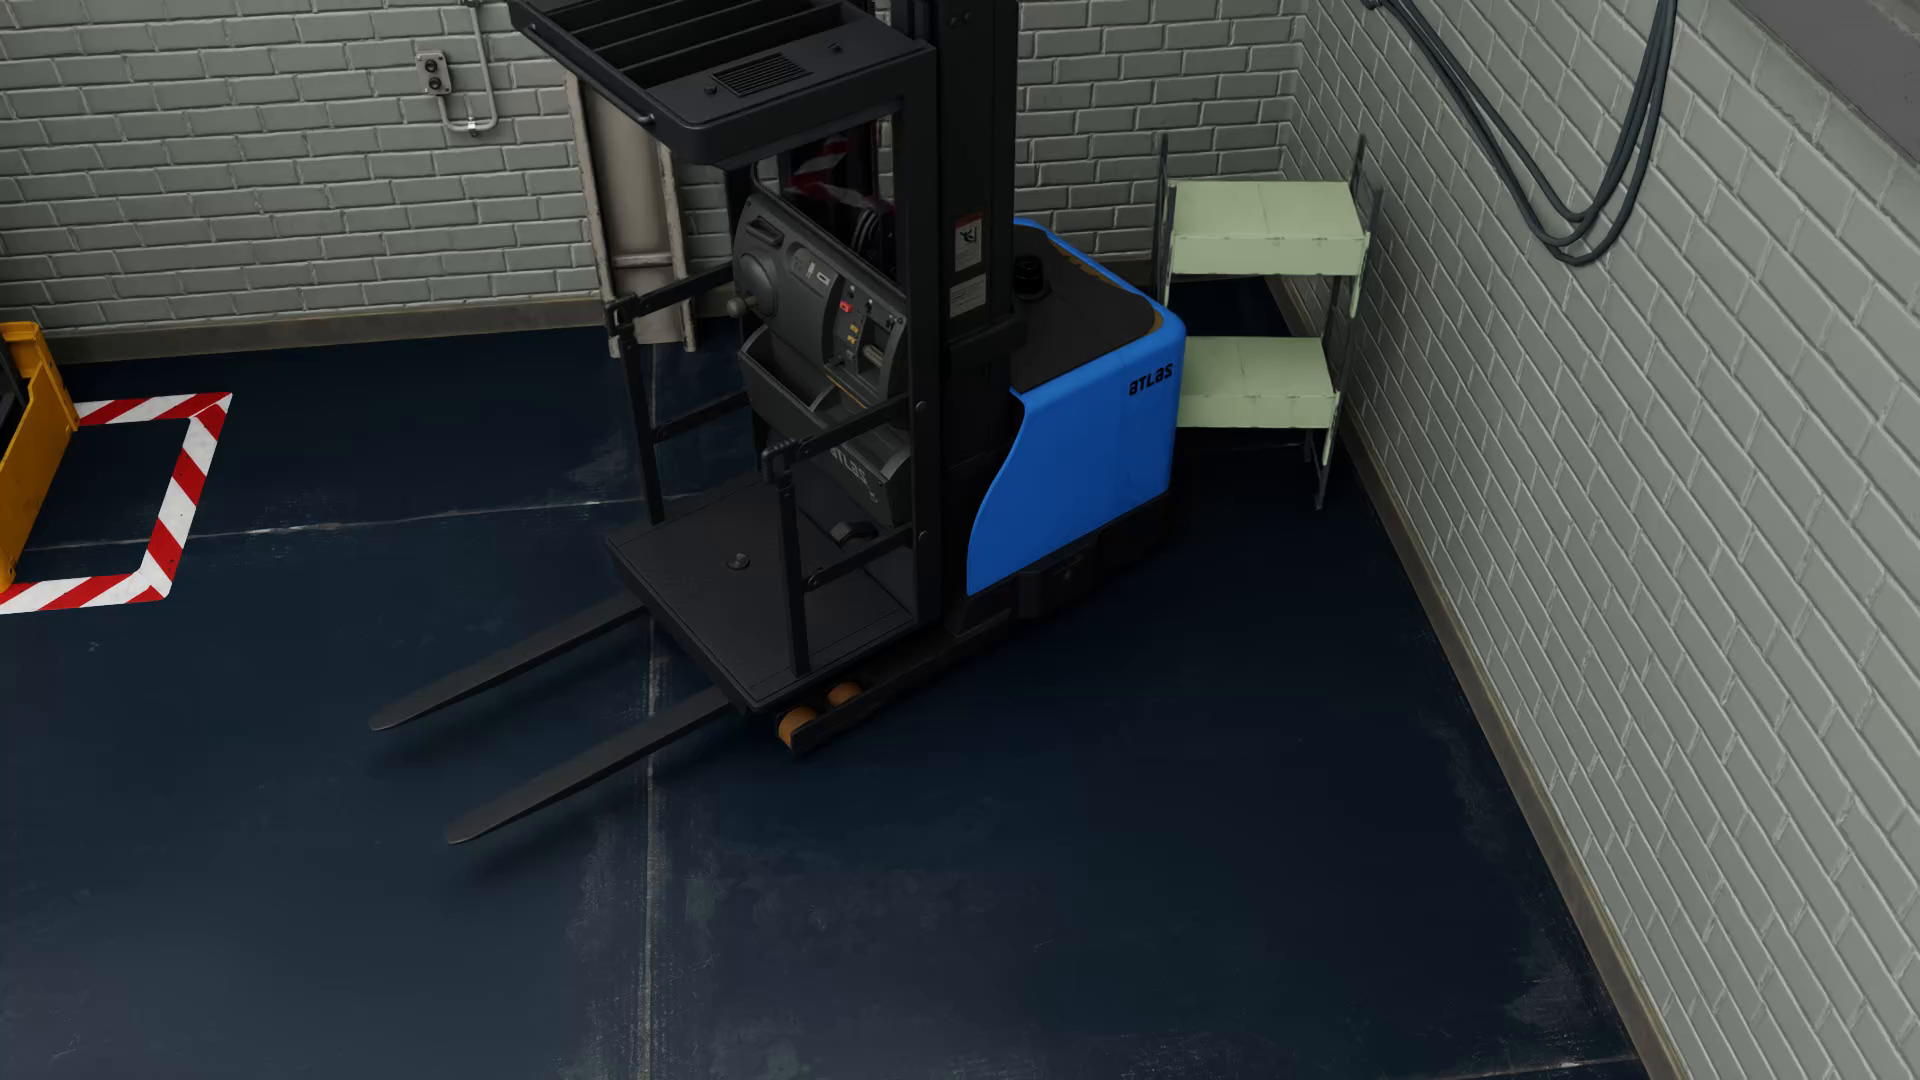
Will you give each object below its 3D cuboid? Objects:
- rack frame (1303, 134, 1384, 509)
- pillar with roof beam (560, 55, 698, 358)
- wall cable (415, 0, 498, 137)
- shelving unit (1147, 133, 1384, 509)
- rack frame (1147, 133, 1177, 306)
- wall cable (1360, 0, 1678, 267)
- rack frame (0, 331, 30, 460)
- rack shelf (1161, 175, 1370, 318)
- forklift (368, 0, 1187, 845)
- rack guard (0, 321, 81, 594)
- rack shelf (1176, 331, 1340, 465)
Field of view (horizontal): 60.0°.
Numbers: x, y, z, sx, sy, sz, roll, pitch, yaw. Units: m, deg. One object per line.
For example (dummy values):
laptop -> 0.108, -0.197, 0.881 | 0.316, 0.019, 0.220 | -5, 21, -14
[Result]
rack frame -> 1.492, -0.818, 6.538 | 0.023, 1.500, 0.400 | 1, 42, 1
pillar with roof beam -> -0.878, -1.445, 1.633 | 0.400, 9.000, 9.100 | -5, 42, -6
wall cable -> -2.854, -2.384, 6.395 | 1.851, 1.984, 0.084 | -5, 42, -6
shelving unit -> 1.126, -0.822, 6.541 | 0.755, 1.500, 0.431 | 1, 42, 1
rack frame -> 0.760, -0.825, 6.545 | 0.023, 1.500, 0.400 | 1, 42, 1
wall cable -> 1.653, -2.596, 5.228 | 0.112, 2.526, 3.097 | -5, 42, -6
rack frame -> -4.001, -1.267, 5.915 | 0.127, 3.000, 1.000 | -5, 42, -6
rack shelf -> 1.126, -1.112, 6.280 | 0.720, 0.370, 0.431 | 1, 42, 1
forklift -> -0.637, -0.738, 5.380 | 3.031, 2.935, 1.130 | -27, 49, -27
rack guard -> -3.977, -0.341, 6.755 | 0.348, 0.500, 1.175 | -5, 42, -6
rack shelf -> 1.126, -0.580, 6.760 | 0.720, 0.370, 0.431 | 1, 42, 1
